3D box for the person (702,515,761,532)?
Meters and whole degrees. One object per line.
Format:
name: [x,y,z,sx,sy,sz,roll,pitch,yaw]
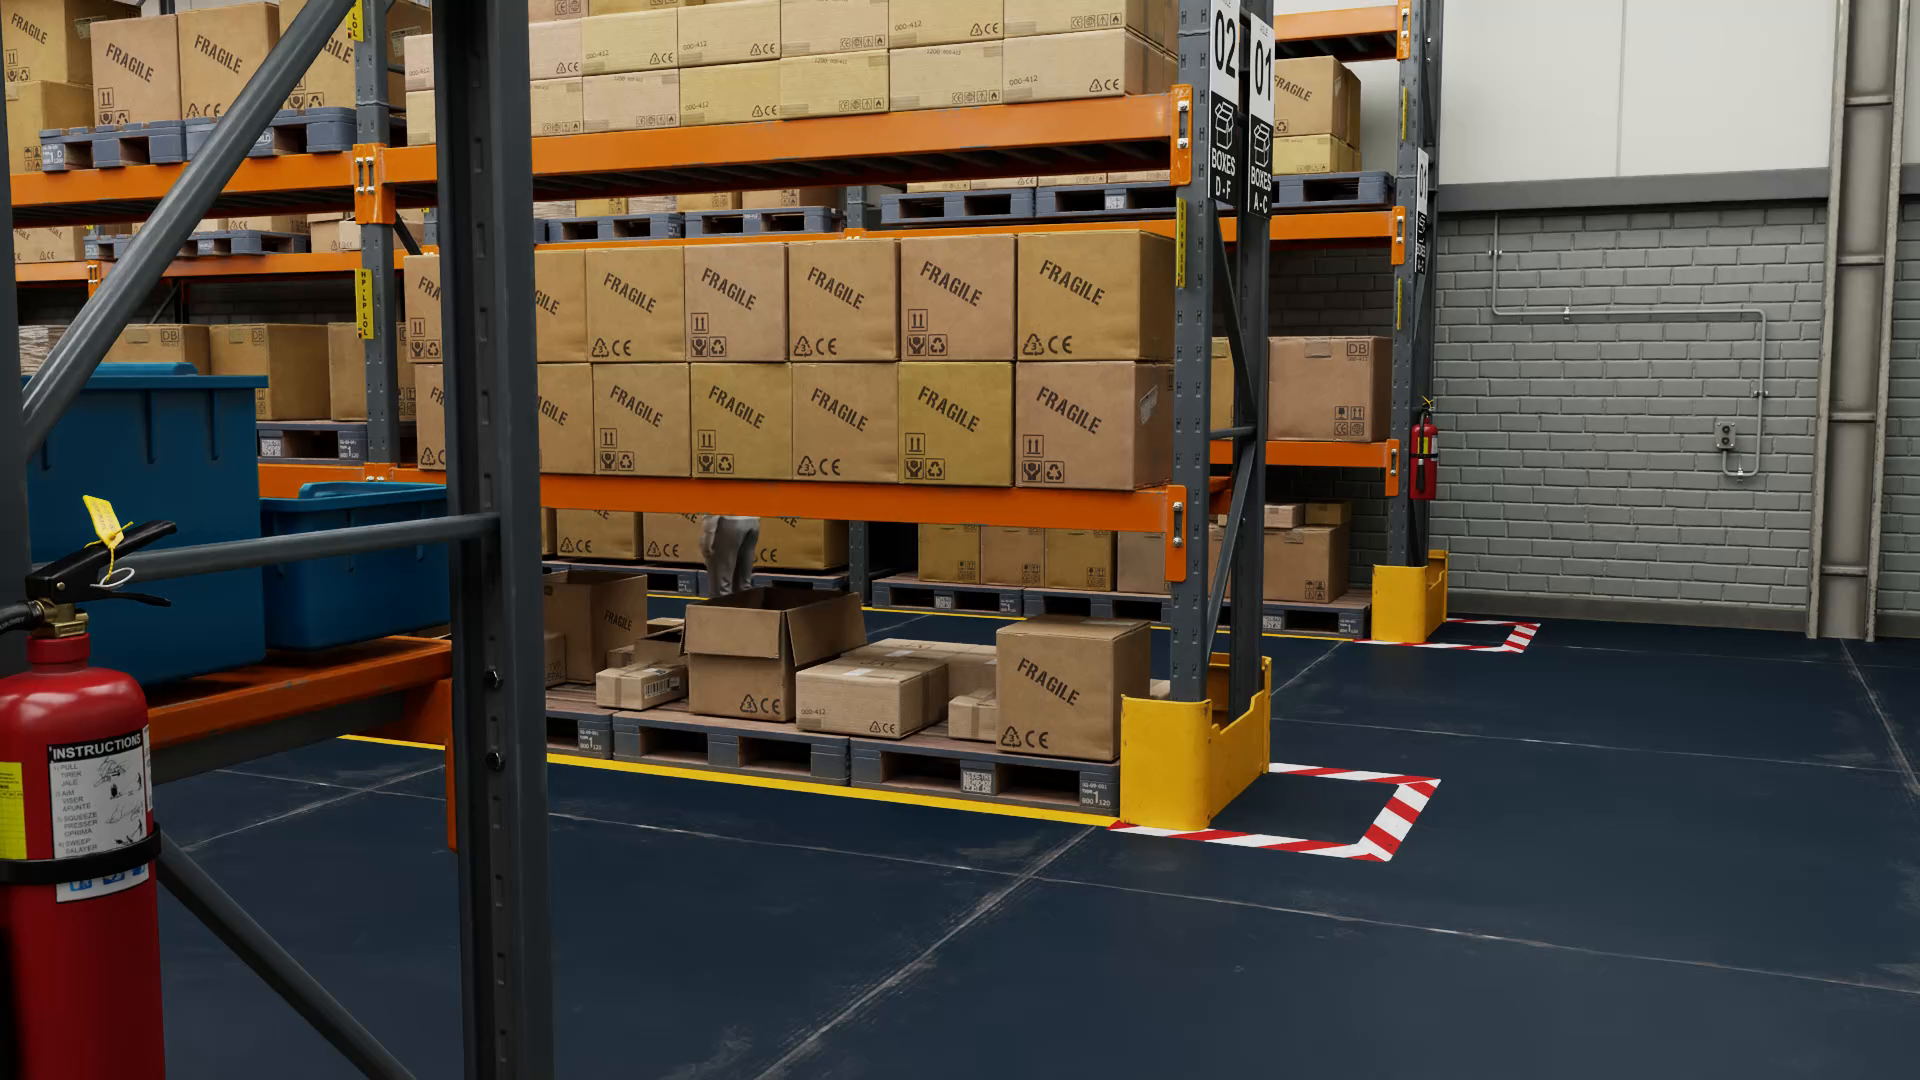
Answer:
person: [-1.365,-0.360,9.840,0.312,0.608,0.469,3,6,25]
